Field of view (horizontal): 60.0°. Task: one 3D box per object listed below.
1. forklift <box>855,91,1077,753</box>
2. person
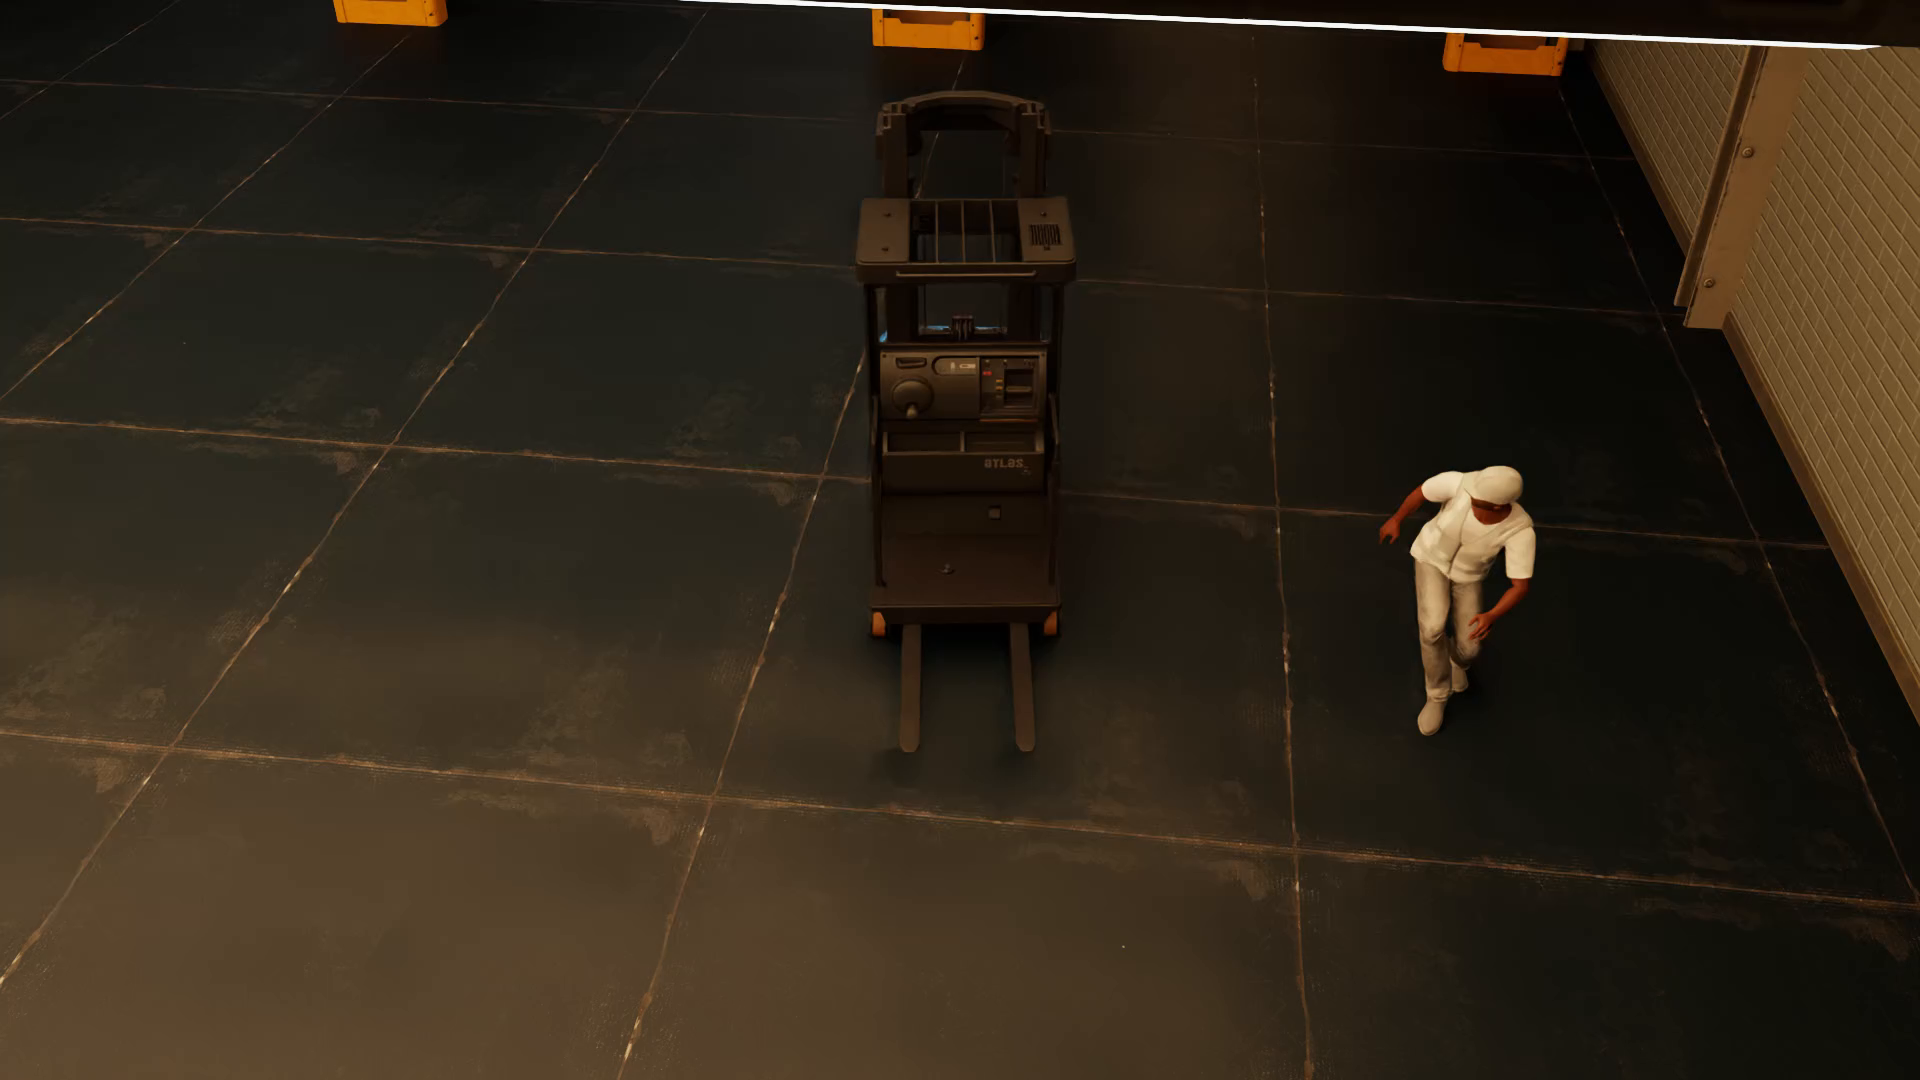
[{"bbox_3d":[0.025,-0.800,9.115,1.130,2.935,3.031,0,36,-1],"label":"forklift"},{"bbox_3d":[2.611,0.227,8.890,0.806,1.570,0.814,10,38,14],"label":"person"}]
